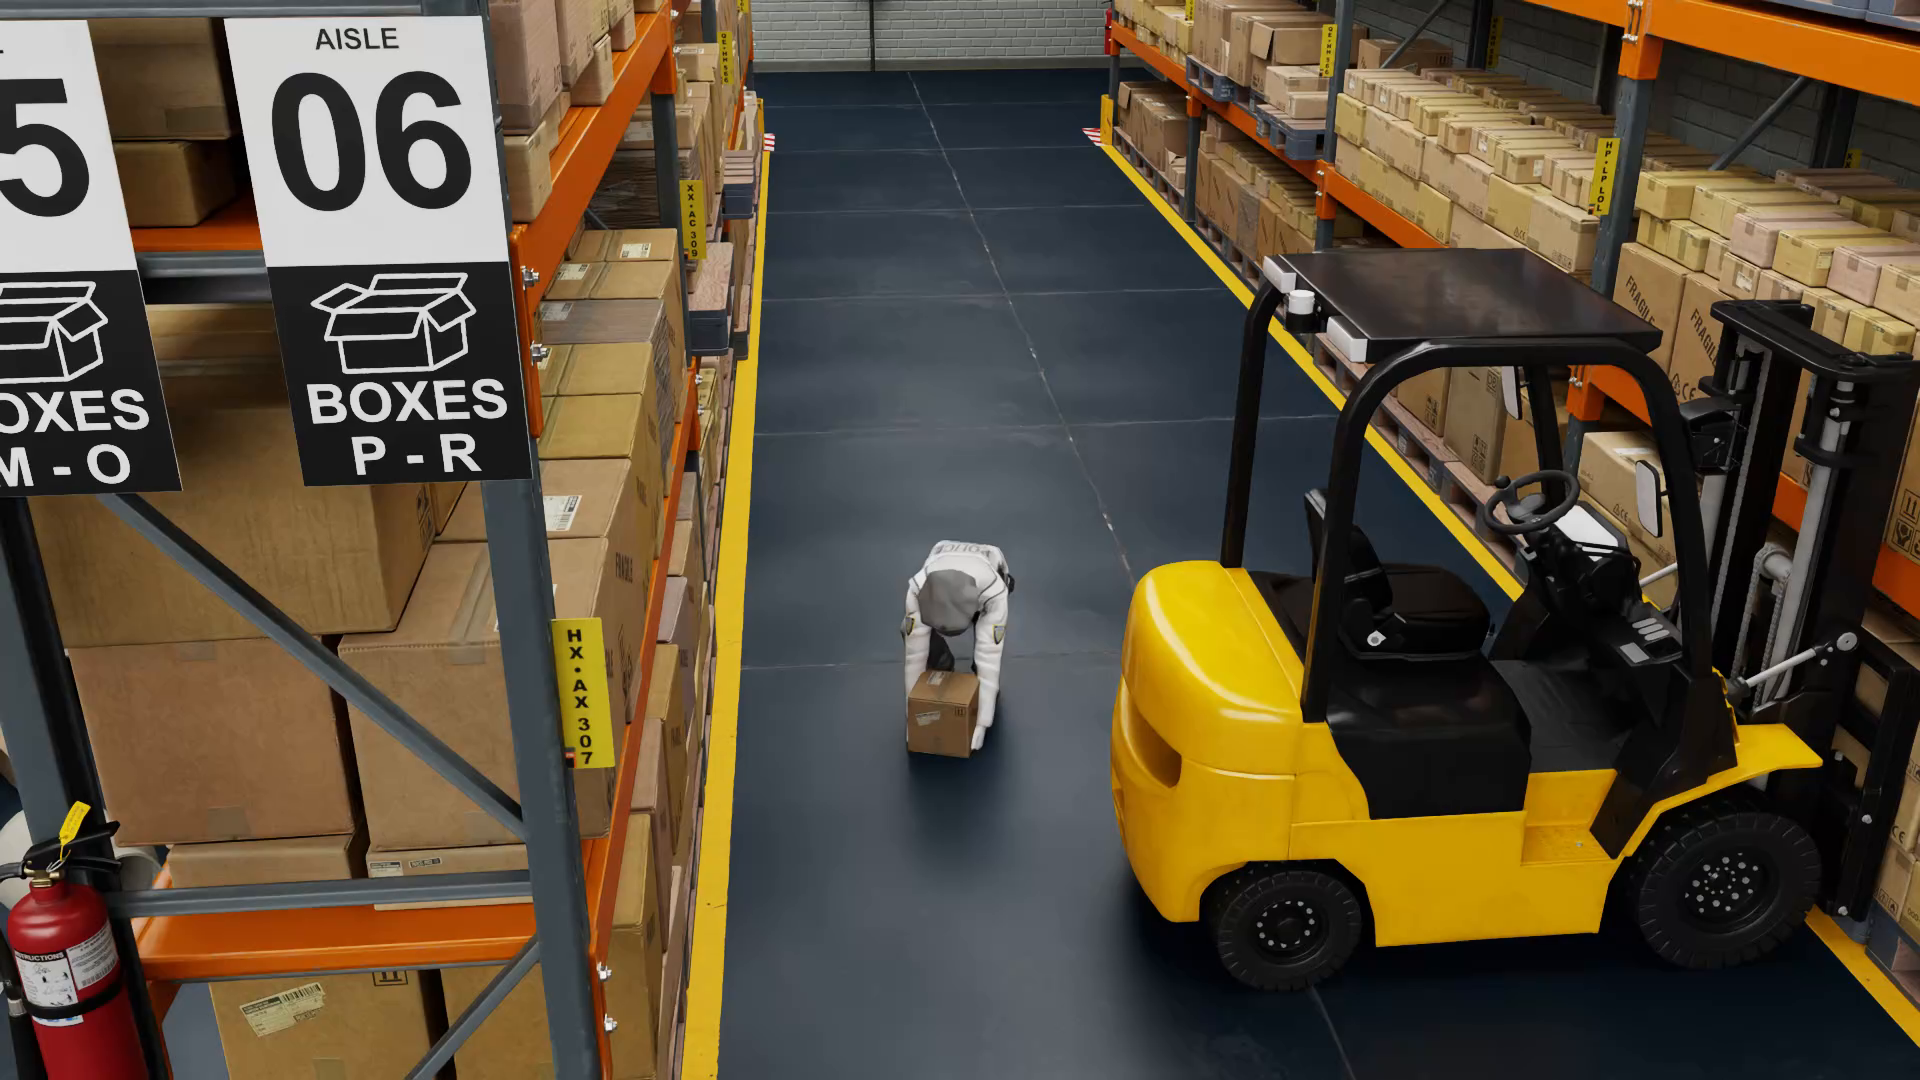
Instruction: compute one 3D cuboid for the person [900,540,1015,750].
[{"bbox_3d":[-0.009,0.361,6.975,0.459,0.802,0.901,5,24,11],"label":"person"}]
